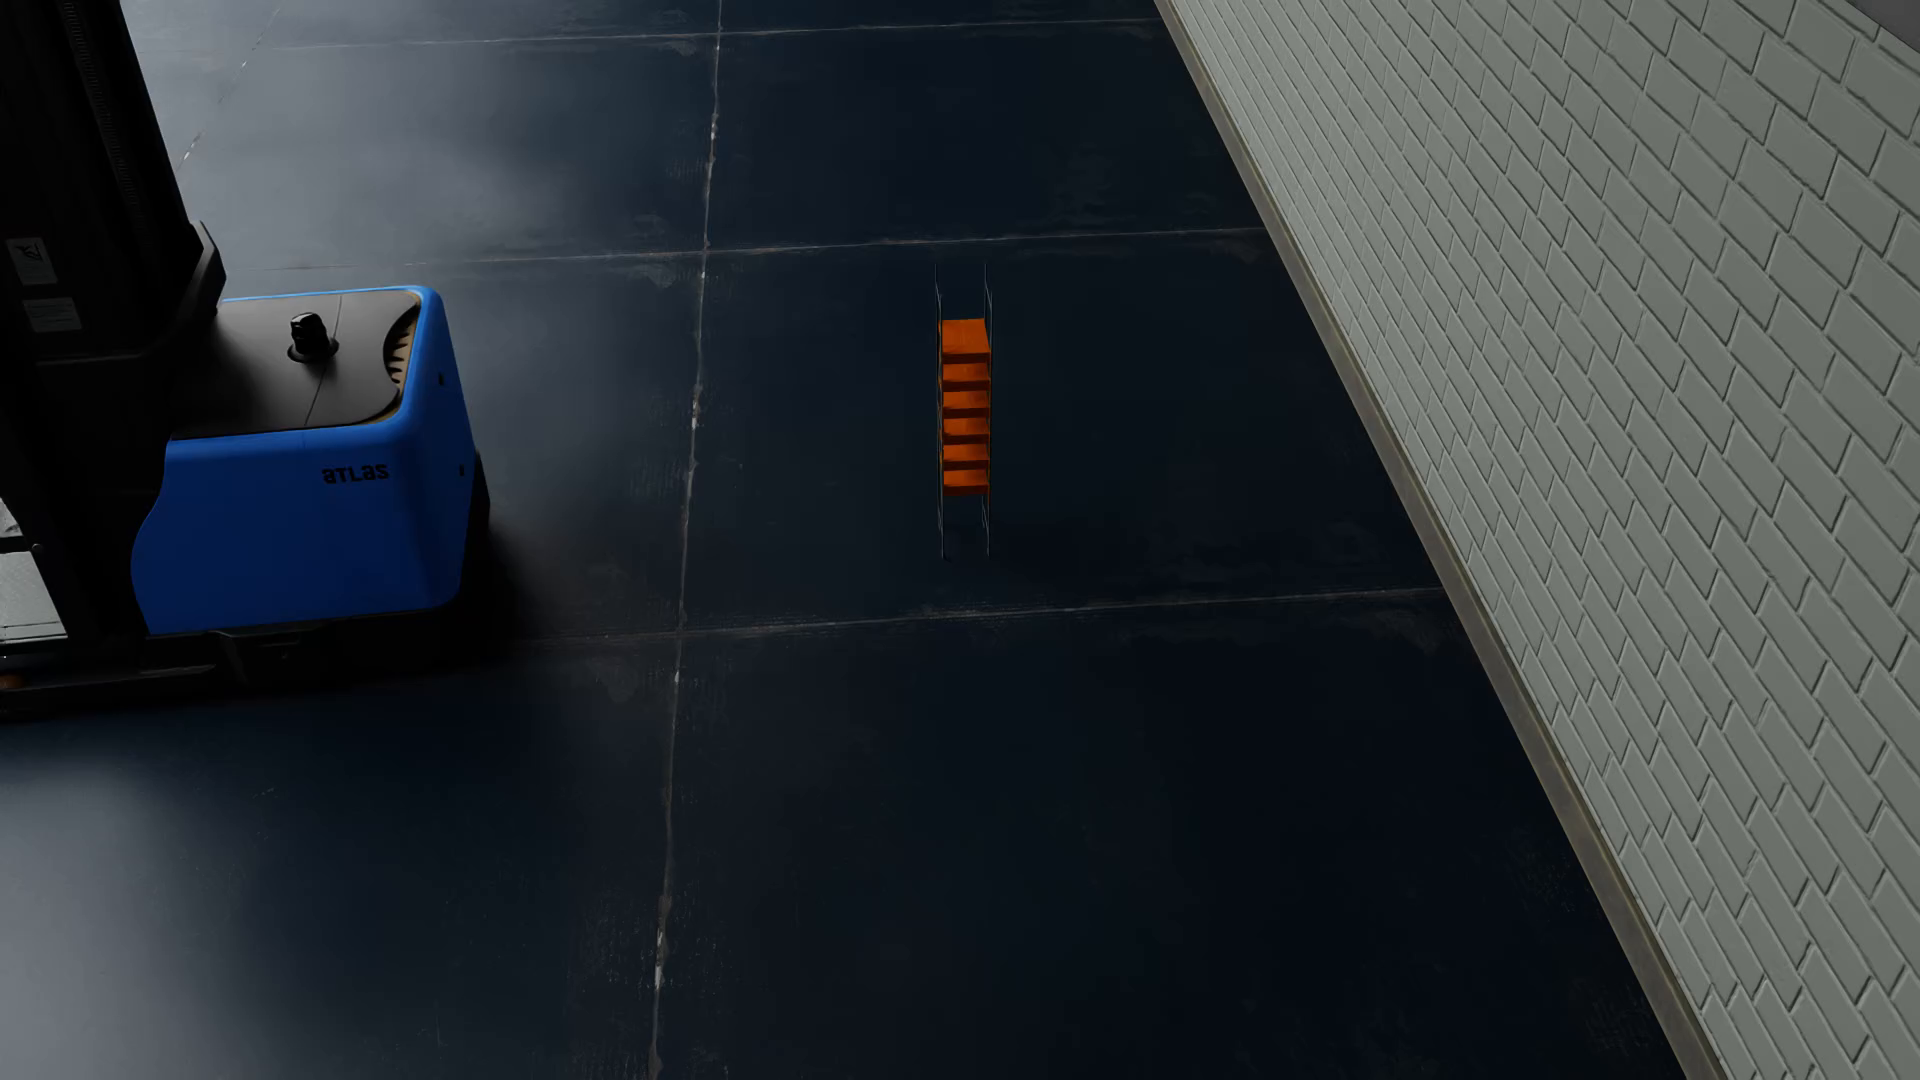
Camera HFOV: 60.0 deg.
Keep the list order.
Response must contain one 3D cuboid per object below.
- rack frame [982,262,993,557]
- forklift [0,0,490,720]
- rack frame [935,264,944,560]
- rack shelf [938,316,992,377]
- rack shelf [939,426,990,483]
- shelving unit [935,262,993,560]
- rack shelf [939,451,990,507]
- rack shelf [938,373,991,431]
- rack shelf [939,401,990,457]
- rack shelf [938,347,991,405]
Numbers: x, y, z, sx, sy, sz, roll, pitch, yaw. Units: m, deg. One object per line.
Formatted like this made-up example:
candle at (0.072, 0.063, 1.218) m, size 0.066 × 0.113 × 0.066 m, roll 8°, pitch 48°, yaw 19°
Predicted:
rack frame at (0.106, -0.477, 6.386) m, size 0.006 × 1.200 × 0.240 m, roll -3°, pitch 38°, yaw -4°
forklift at (-3.361, -0.843, 5.453) m, size 3.031 × 2.935 × 1.130 m, roll -5°, pitch 39°, yaw -7°
rack frame at (-0.077, -0.467, 6.373) m, size 0.006 × 1.200 × 0.240 m, roll -3°, pitch 38°, yaw -4°
rack shelf at (0.014, -0.720, 6.184) m, size 0.180 × 0.103 × 0.258 m, roll -3°, pitch 38°, yaw -4°
rack shelf at (0.014, -0.343, 6.481) m, size 0.180 × 0.103 × 0.258 m, roll -3°, pitch 38°, yaw -4°
shelving unit at (0.014, -0.472, 6.379) m, size 0.189 × 1.200 × 0.258 m, roll -3°, pitch 38°, yaw -4°
rack shelf at (0.014, -0.249, 6.556) m, size 0.180 × 0.103 × 0.258 m, roll -3°, pitch 38°, yaw -4°
rack shelf at (0.014, -0.531, 6.333) m, size 0.180 × 0.103 × 0.258 m, roll -3°, pitch 38°, yaw -4°
rack shelf at (0.014, -0.437, 6.407) m, size 0.180 × 0.103 × 0.258 m, roll -3°, pitch 38°, yaw -4°
rack shelf at (0.014, -0.625, 6.258) m, size 0.180 × 0.103 × 0.258 m, roll -3°, pitch 38°, yaw -4°
